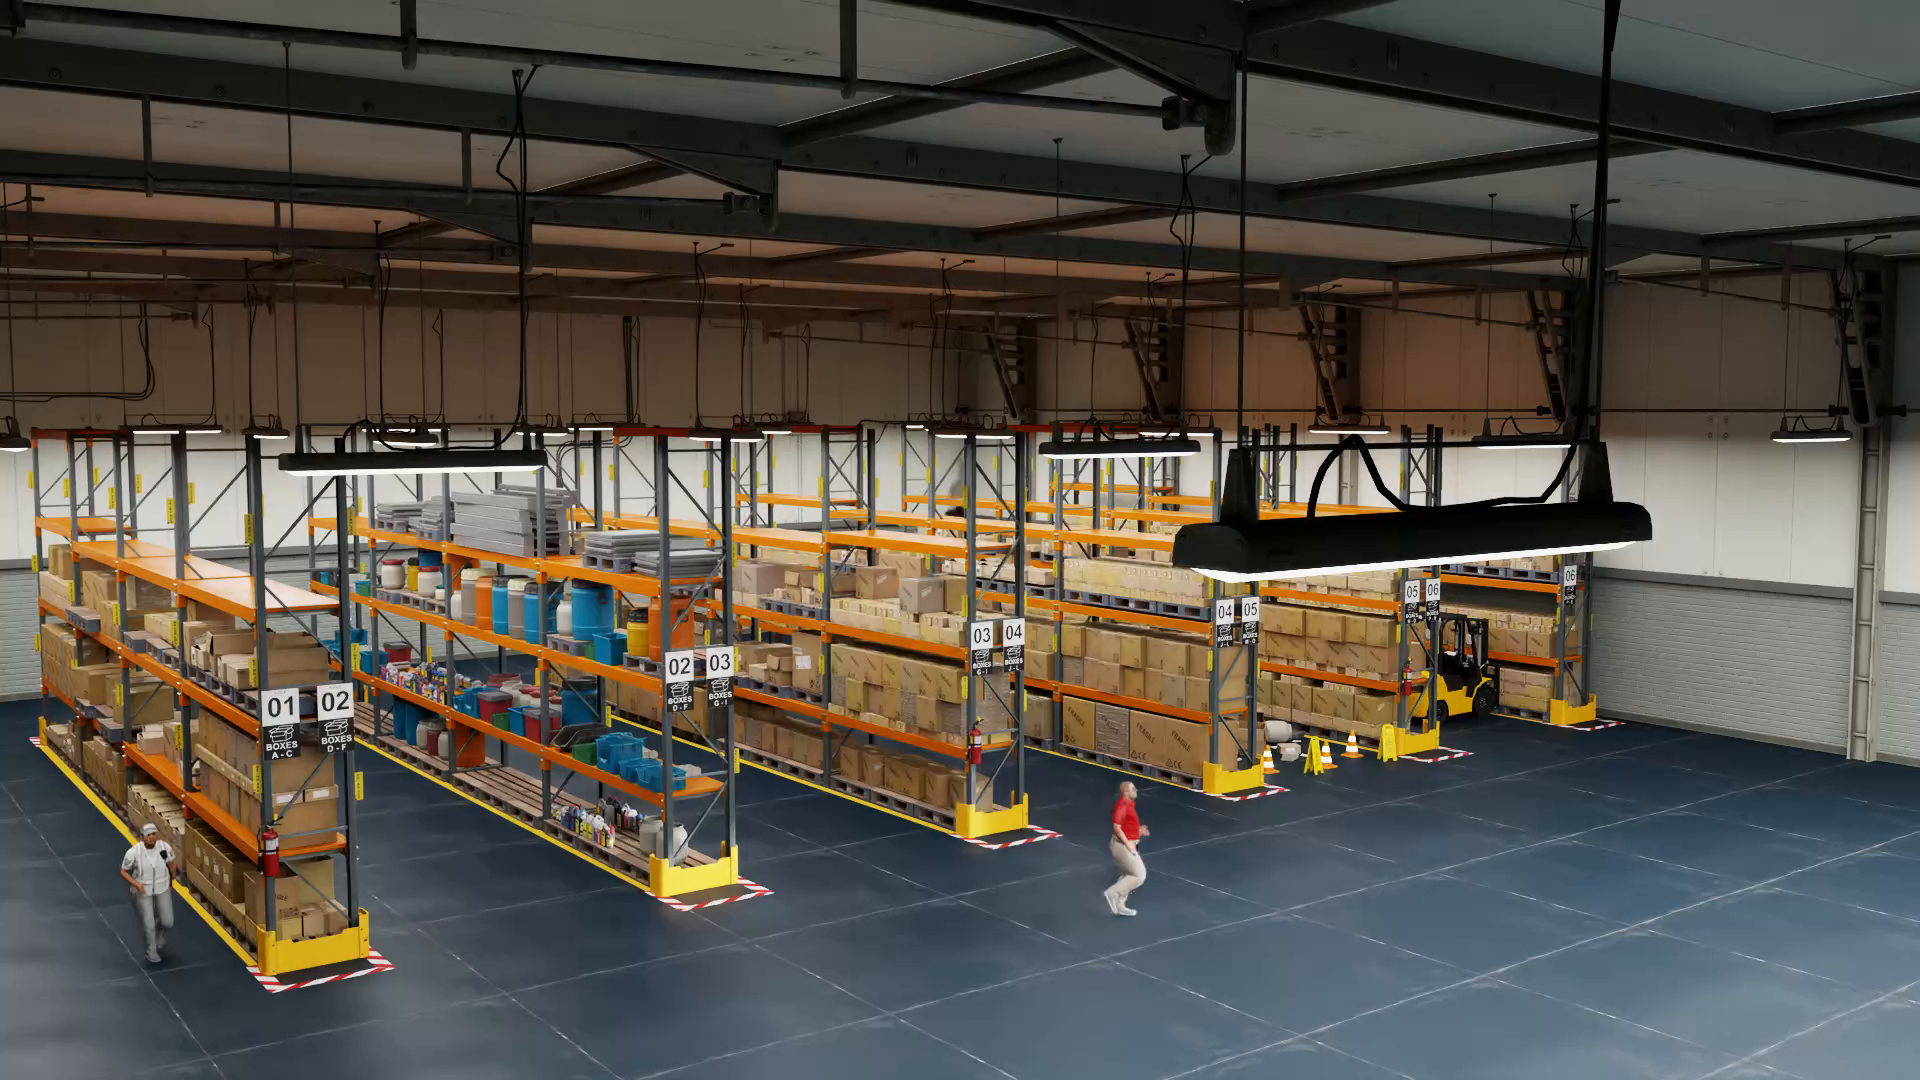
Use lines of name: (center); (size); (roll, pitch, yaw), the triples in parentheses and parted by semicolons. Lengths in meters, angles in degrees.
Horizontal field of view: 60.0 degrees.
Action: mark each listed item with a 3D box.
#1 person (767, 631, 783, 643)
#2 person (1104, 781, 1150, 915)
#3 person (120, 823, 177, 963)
person: (-4.556, 2.238, 41.761); (0.550, 1.792, 0.603); (1, 5, 14)
person: (2.098, 3.854, 20.825); (0.606, 1.693, 0.649); (0, 4, -5)
person: (-9.273, 4.035, 19.065); (0.610, 1.616, 0.544); (-4, 6, -38)
